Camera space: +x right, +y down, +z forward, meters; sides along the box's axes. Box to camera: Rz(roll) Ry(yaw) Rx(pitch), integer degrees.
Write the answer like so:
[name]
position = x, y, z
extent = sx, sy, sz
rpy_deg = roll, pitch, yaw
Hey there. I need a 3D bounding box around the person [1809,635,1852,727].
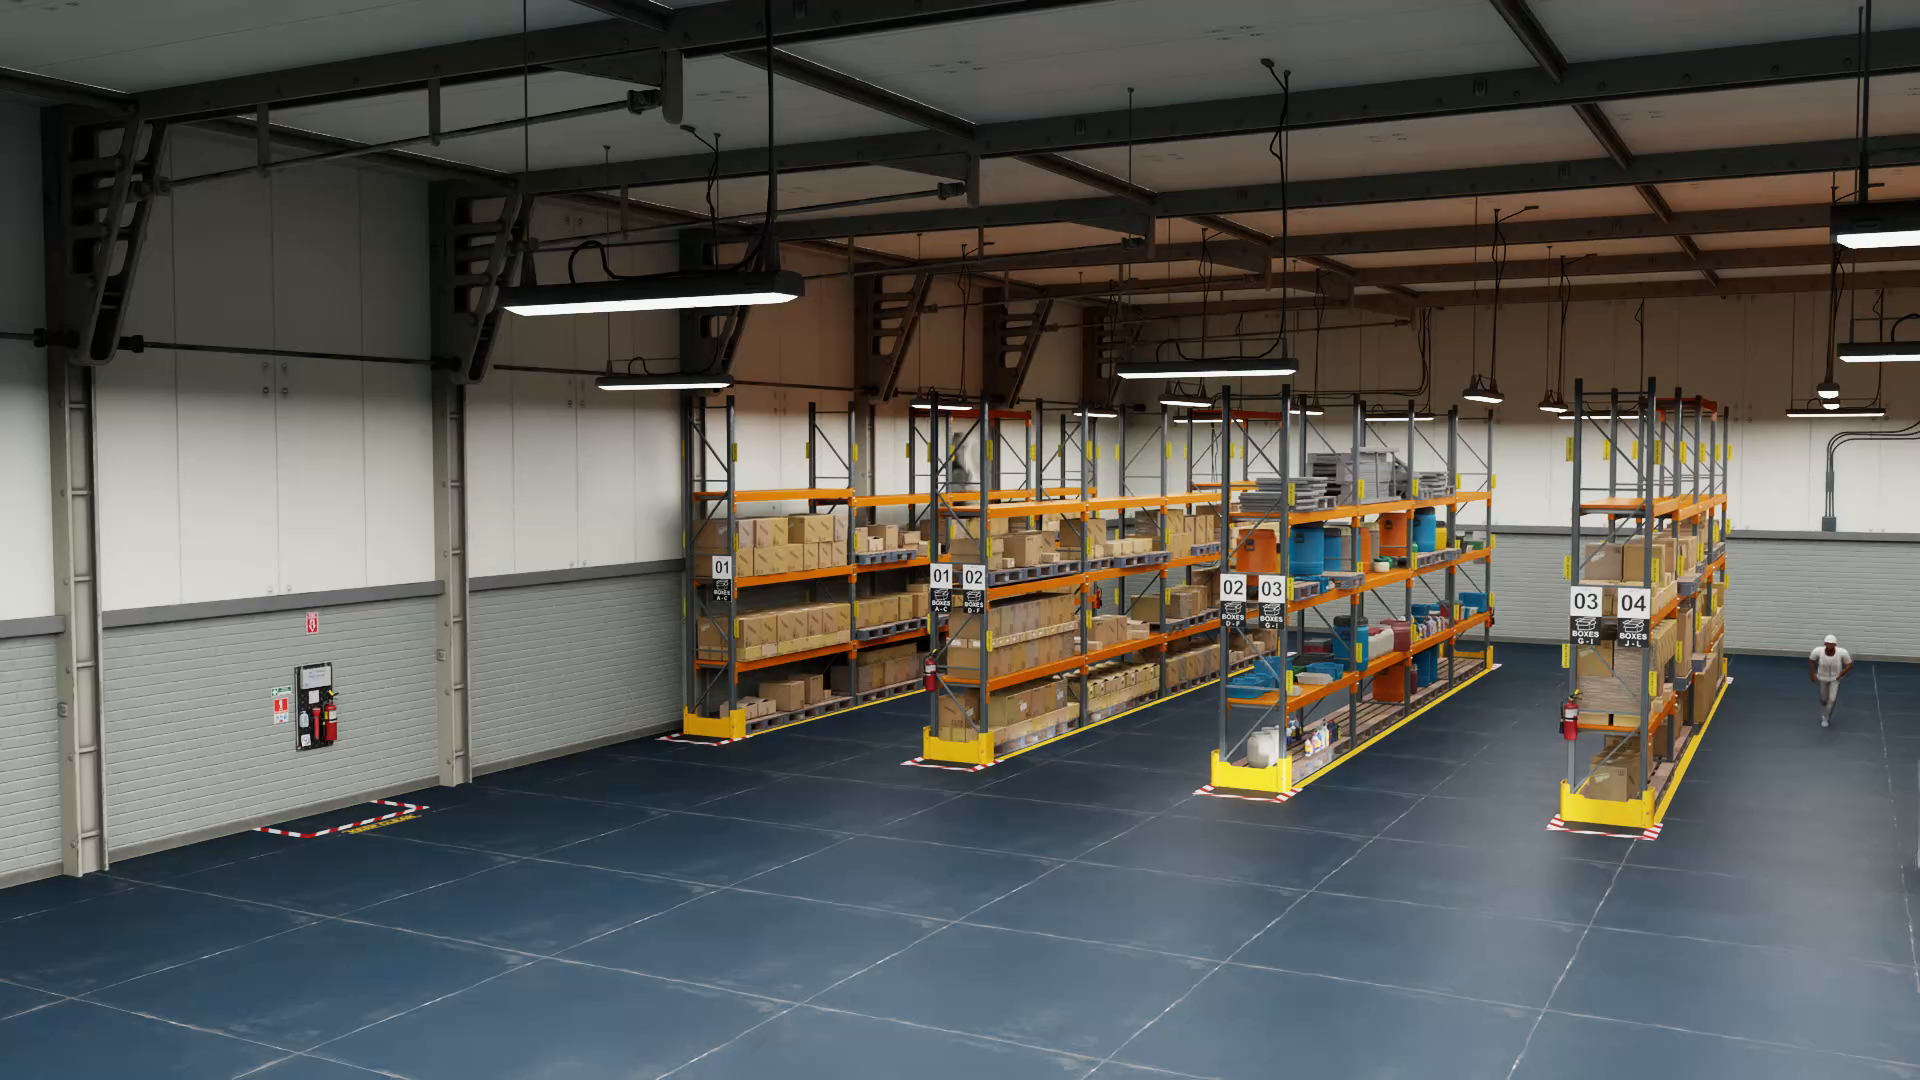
[person]
position = 15.964, 2.573, 30.519
extent = 0.698, 1.694, 0.850
rpy_deg = 1, 3, 25
